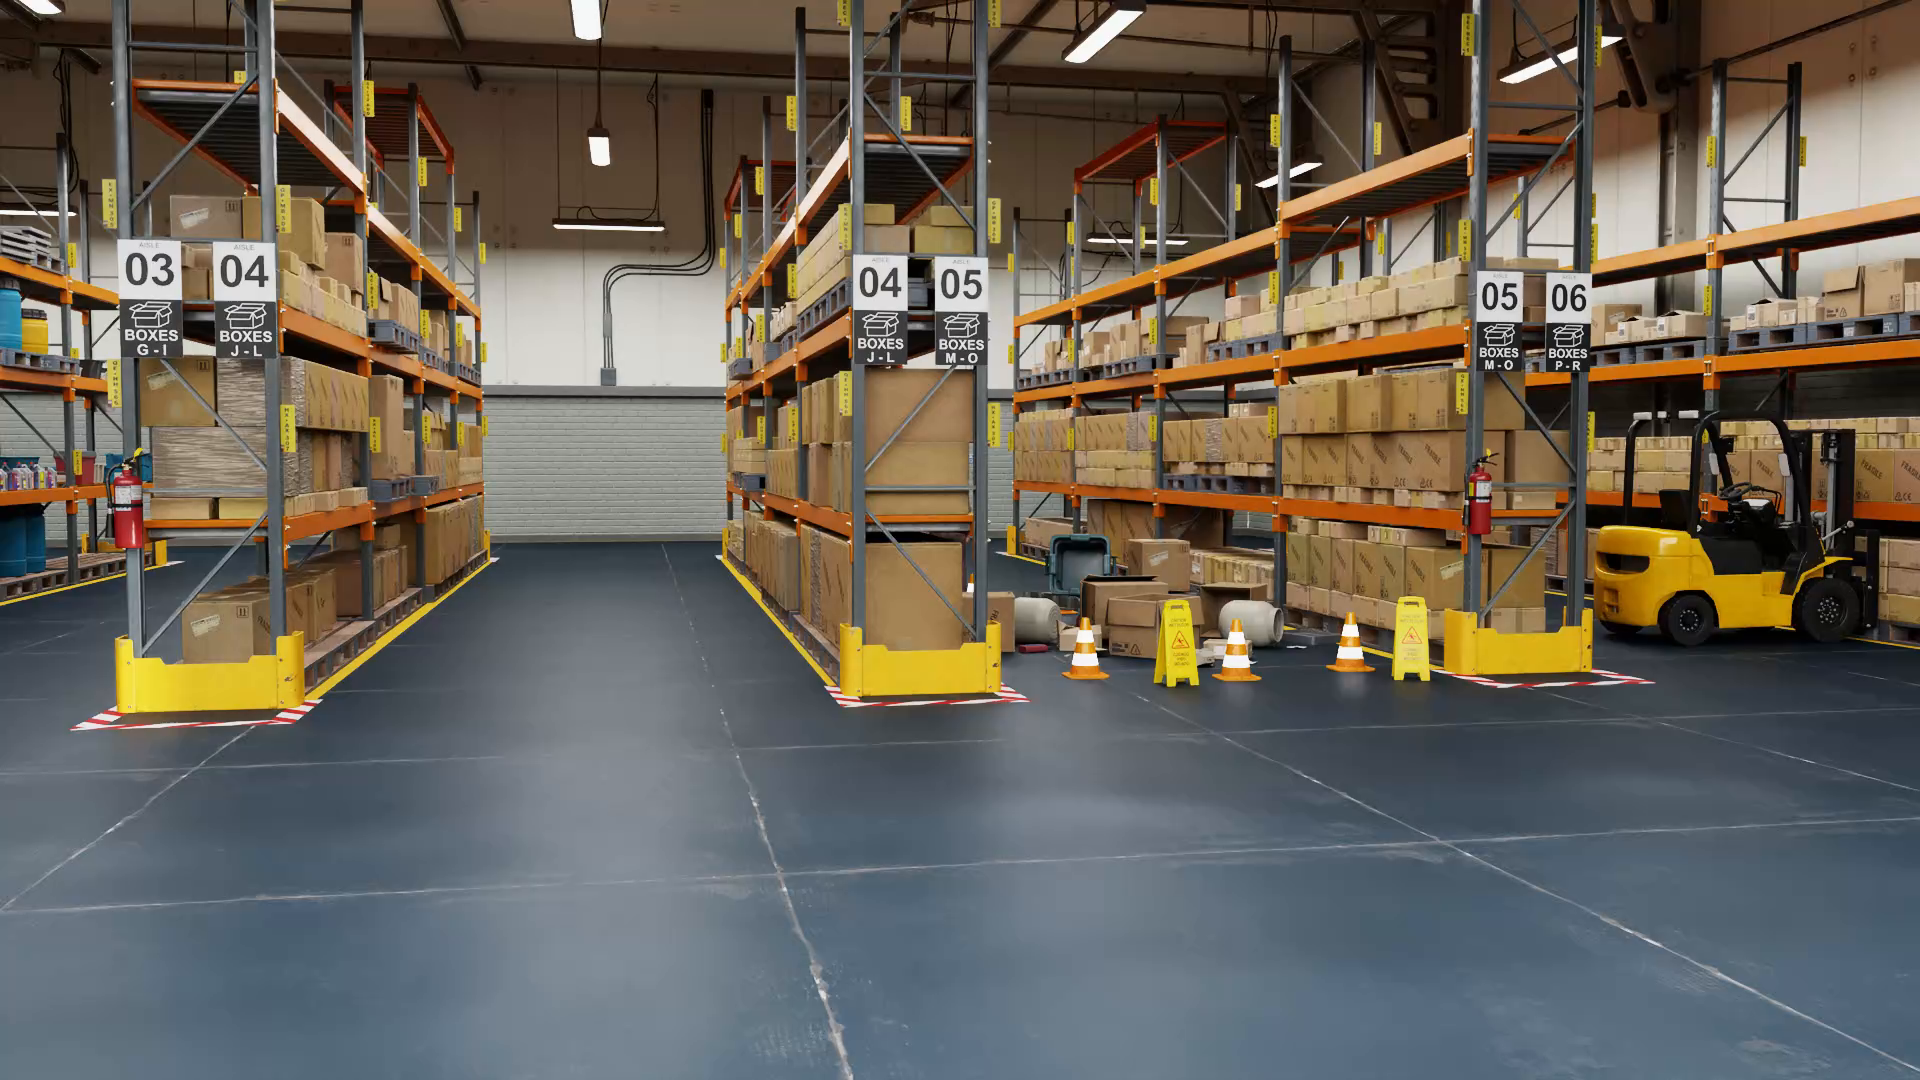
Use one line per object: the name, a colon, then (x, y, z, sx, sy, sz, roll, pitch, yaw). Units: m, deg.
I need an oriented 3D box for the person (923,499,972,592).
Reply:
person: (-0.147, -0.114, 18.965, 0.587, 1.664, 0.412, -1, 3, -13)
